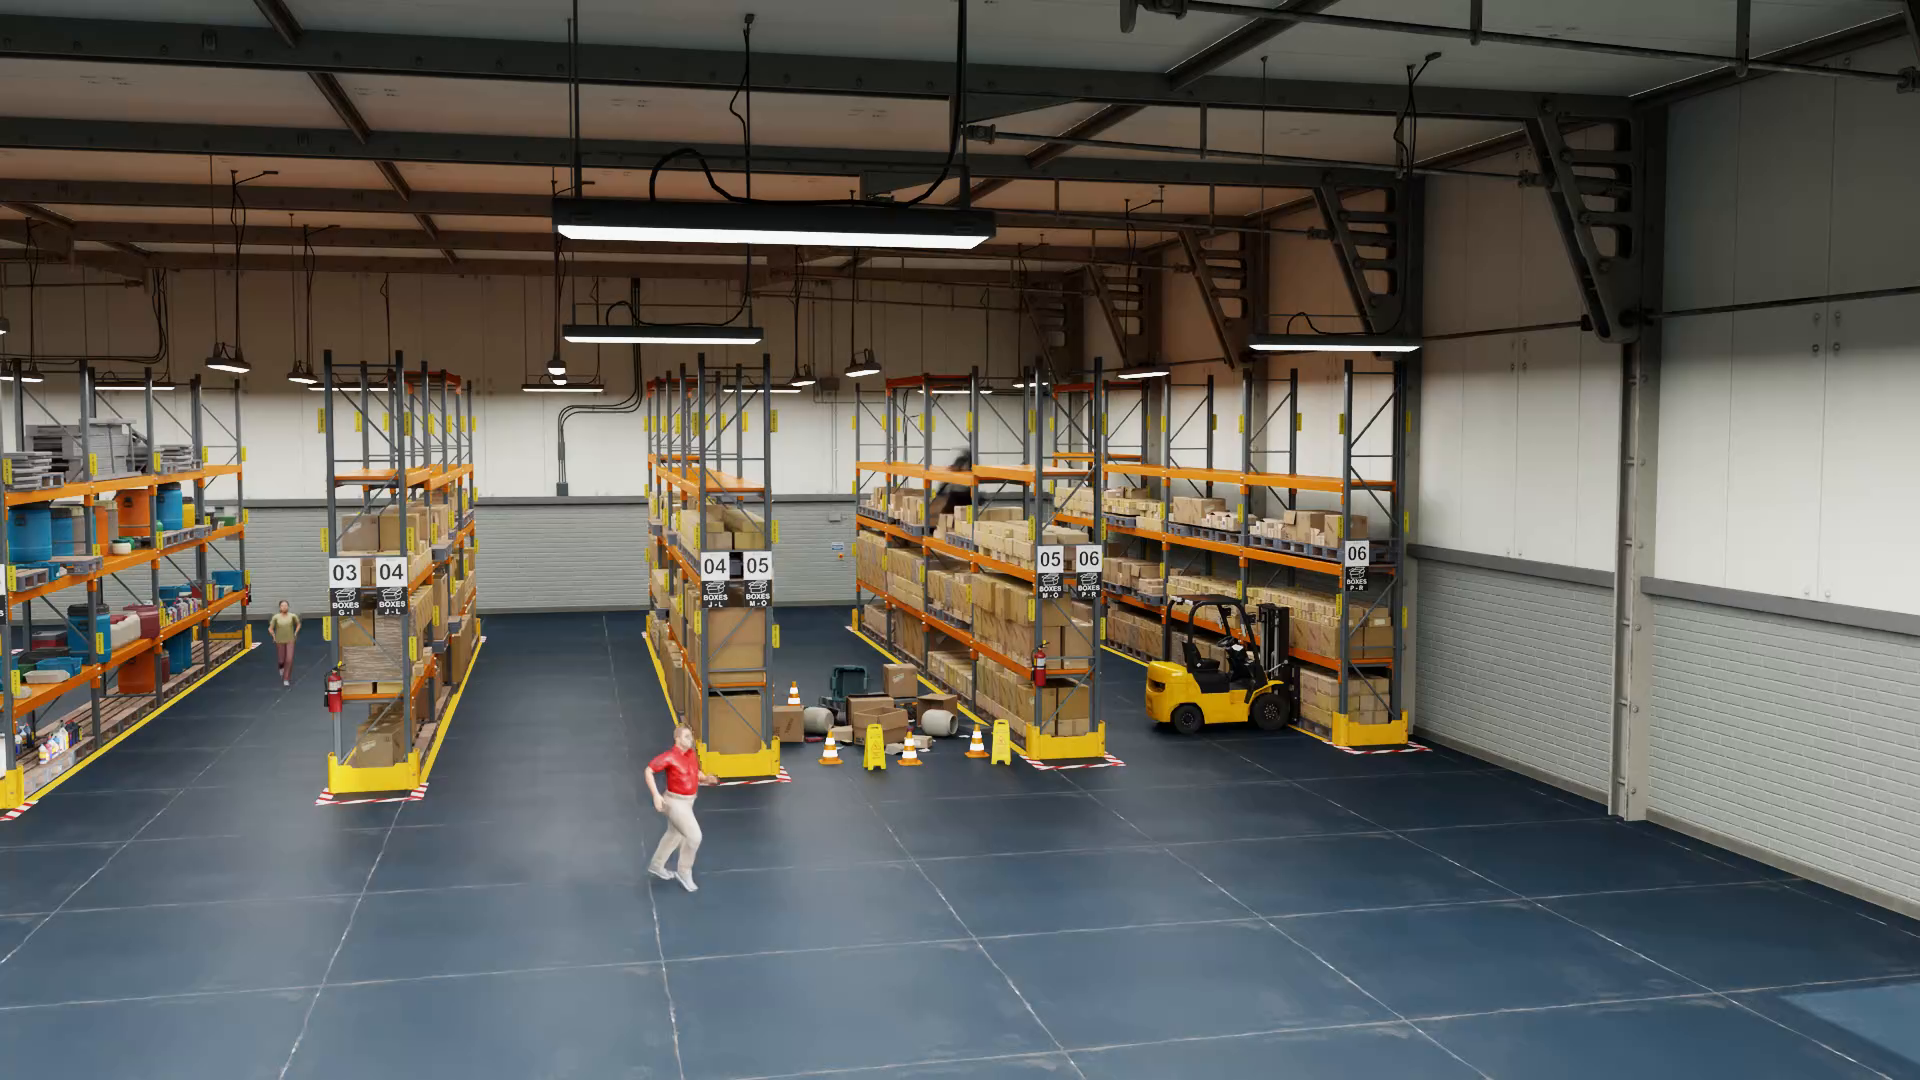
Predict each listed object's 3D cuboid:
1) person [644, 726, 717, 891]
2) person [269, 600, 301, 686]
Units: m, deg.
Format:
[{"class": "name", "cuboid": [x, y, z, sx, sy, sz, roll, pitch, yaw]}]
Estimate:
[{"class": "person", "cuboid": [-3.022, 2.904, 17.990, 0.853, 1.790, 0.627, 1, 4, 15]}, {"class": "person", "cuboid": [-12.995, 1.972, 32.040, 0.580, 1.634, 0.706, -2, 4, -25]}]
